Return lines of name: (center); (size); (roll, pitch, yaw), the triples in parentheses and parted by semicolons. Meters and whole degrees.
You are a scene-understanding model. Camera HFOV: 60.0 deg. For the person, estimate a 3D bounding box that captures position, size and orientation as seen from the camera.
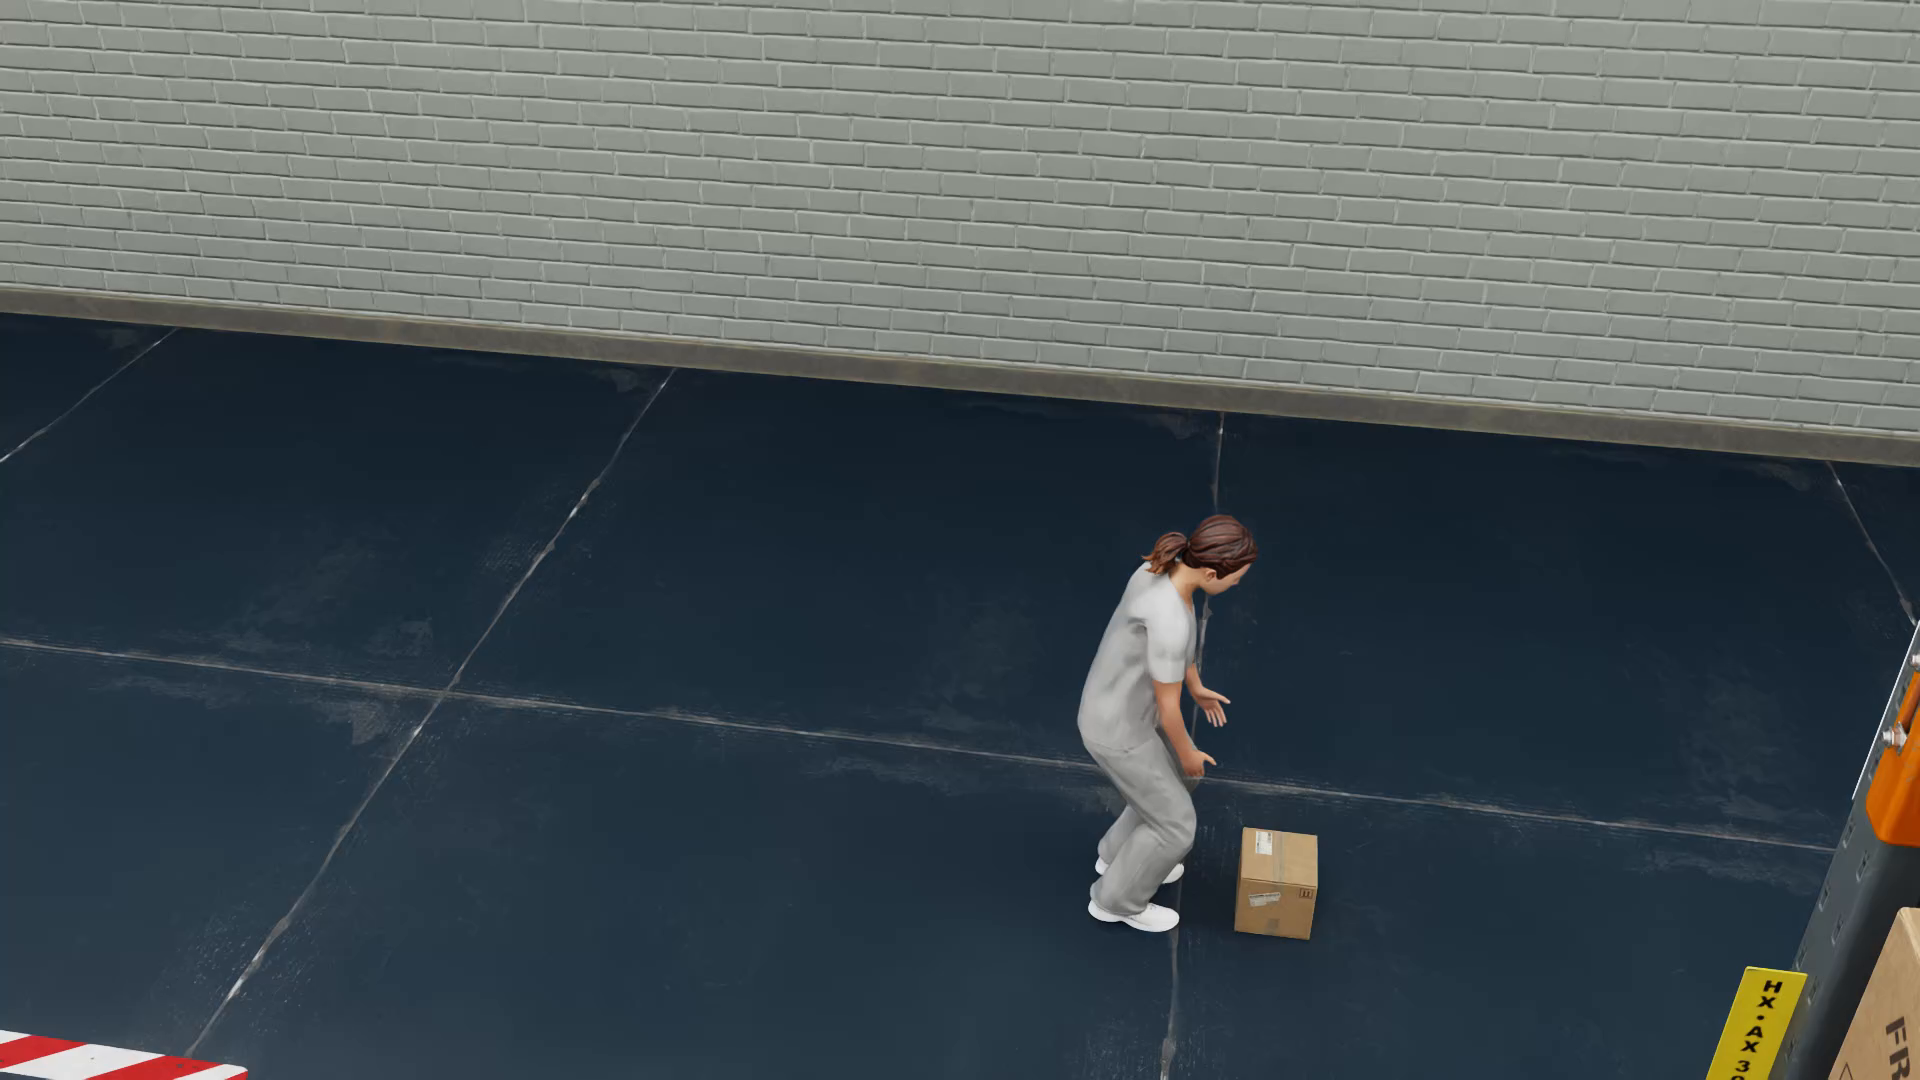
person: (0.771, 0.953, 5.567); (0.829, 0.813, 0.477); (5, 33, 8)
